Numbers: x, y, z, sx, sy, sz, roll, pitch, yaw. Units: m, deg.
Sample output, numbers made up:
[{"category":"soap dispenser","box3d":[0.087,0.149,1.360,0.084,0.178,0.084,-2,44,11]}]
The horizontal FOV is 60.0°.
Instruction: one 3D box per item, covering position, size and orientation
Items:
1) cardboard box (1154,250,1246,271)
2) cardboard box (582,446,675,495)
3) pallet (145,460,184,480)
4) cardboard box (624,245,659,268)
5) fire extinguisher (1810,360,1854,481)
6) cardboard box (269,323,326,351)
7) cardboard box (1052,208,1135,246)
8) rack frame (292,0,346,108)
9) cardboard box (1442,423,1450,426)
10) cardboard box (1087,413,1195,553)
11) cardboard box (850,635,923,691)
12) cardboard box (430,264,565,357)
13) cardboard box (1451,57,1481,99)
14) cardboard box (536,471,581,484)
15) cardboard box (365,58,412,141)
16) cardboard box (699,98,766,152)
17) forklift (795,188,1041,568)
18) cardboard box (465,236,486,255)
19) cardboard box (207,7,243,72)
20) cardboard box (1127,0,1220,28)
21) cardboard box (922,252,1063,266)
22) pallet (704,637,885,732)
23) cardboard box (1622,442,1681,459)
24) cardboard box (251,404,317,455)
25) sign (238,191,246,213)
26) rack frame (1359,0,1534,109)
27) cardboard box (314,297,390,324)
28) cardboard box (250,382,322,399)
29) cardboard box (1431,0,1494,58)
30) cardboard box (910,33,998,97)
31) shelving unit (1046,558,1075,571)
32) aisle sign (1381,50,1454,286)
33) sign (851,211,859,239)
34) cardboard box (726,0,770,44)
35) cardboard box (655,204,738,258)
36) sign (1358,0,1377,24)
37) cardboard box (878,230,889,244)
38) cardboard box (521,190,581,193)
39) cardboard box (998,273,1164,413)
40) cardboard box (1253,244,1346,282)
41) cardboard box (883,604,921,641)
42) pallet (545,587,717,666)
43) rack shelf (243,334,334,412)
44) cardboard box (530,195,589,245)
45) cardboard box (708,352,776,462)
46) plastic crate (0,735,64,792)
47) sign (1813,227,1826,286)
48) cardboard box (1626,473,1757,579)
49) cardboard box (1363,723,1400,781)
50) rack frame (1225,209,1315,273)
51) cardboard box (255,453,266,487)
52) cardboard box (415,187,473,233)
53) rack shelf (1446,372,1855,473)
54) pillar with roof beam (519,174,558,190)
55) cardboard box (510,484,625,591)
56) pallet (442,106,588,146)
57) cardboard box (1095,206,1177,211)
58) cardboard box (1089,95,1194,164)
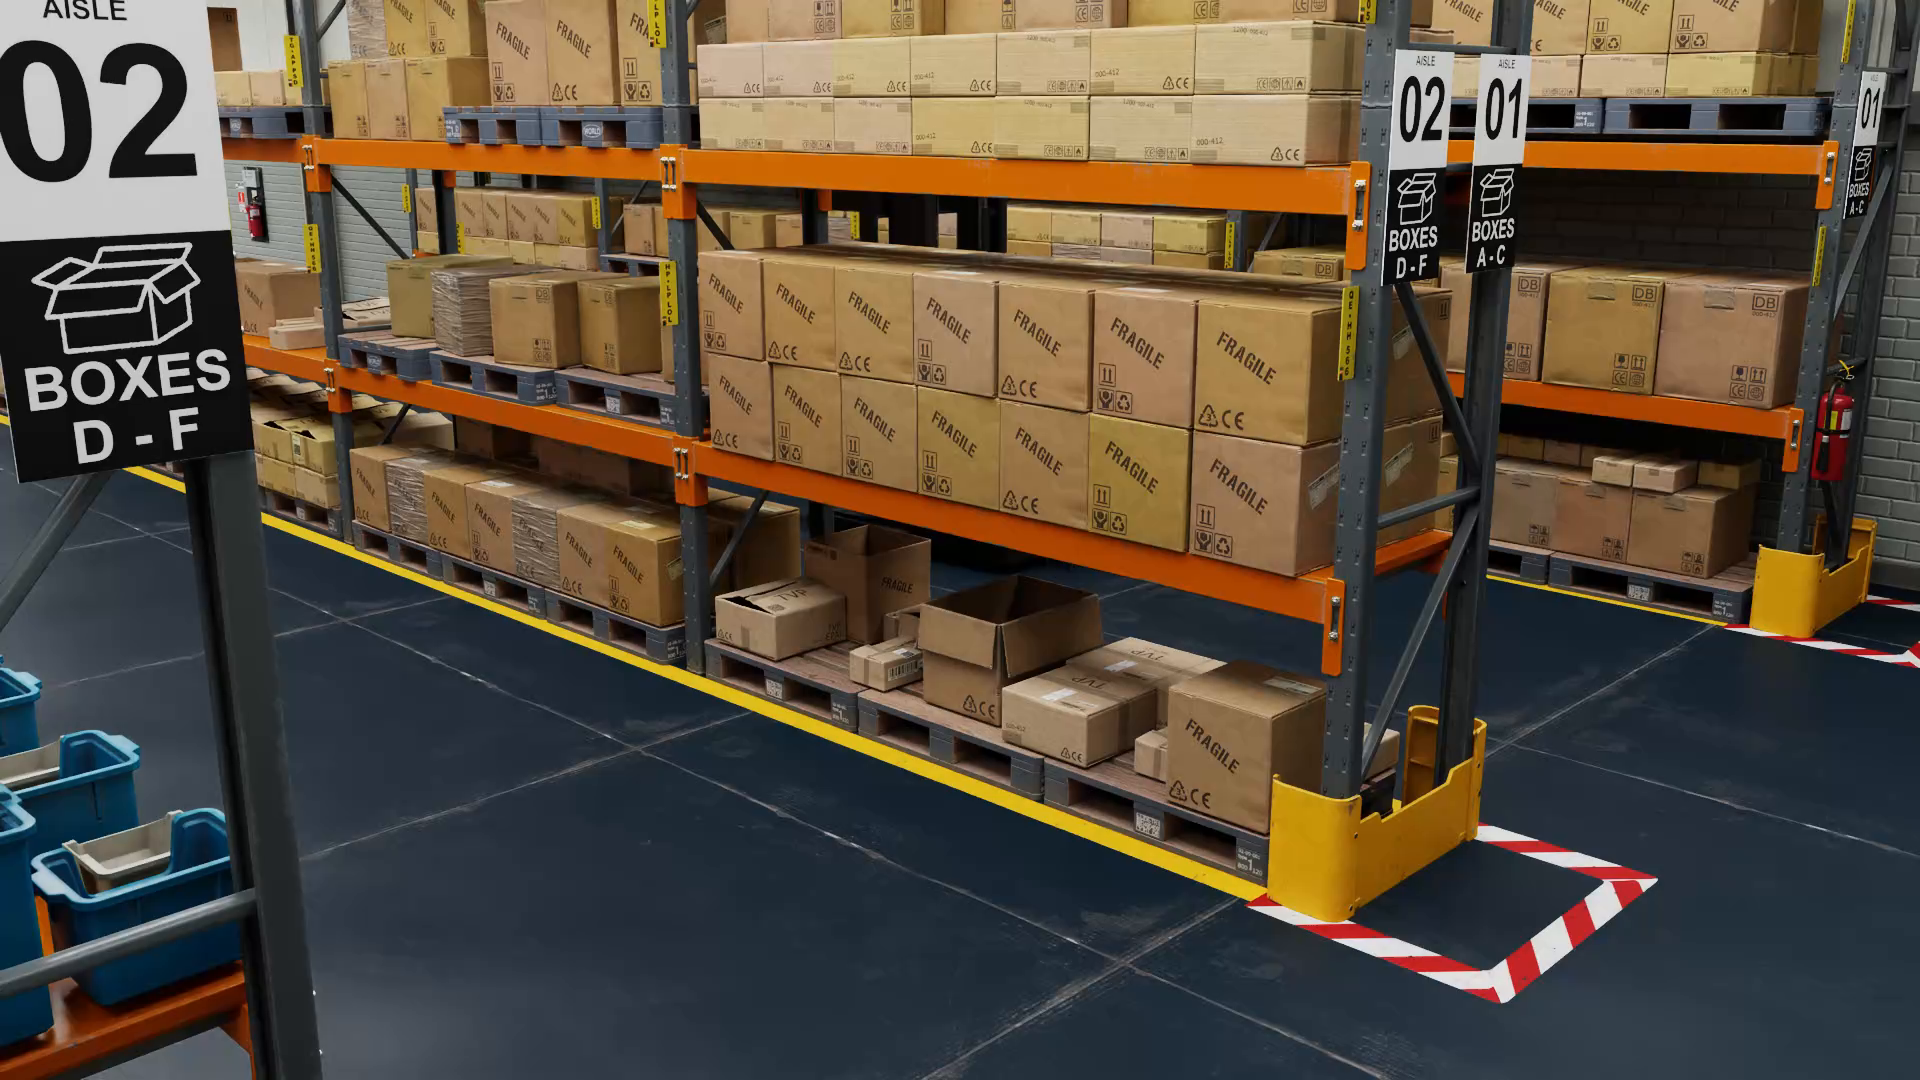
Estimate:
[{"category":"cardboard box","box3d":[1.814,-1.946,12.623,0.500,0.500,0.500,13,20,41]},{"category":"cardboard box","box3d":[-2.014,-0.479,10.419,0.500,0.250,0.500,14,20,42]},{"category":"pallet","box3d":[-6.316,-0.738,14.345,1.213,0.211,1.003,14,20,42]},{"category":"cardboard box","box3d":[-3.628,-3.167,18.396,0.500,0.250,0.500,14,20,43]},{"category":"fire extinguisher","box3d":[4.989,-0.681,9.488,0.183,0.674,0.296,14,20,42]},{"category":"cardboard box","box3d":[-4.833,-1.495,12.218,0.250,0.149,0.380,14,20,42]},{"category":"cardboard box","box3d":[1.079,-2.489,13.222,0.500,0.250,0.500,-14,20,-43]},{"category":"rack frame","box3d":[-3.994,-4.412,11.018,0.127,3.000,1.000,14,20,42]},{"category":"cardboard box","box3d":[3.574,-0.746,11.684,0.250,0.149,0.380,14,20,43]},{"category":"cardboard box","box3d":[0.878,-0.276,6.846,0.500,0.500,0.500,14,20,43]},{"category":"cardboard box","box3d":[-0.333,0.612,8.383,0.250,0.166,0.380,14,20,42]},{"category":"cardboard box","box3d":[-2.937,-1.476,10.617,0.700,0.500,0.500,-10,18,-34]},{"category":"cardboard box","box3d":[3.367,-2.990,10.777,0.500,0.250,0.500,13,19,41]},{"category":"cardboard box","box3d":[-2.404,-0.210,10.873,0.500,0.500,0.500,13,19,40]},{"category":"cardboard box","box3d":[-3.290,-2.849,10.771,0.500,0.500,0.910,14,20,42]},{"category":"cardboard box","box3d":[-0.936,-2.058,8.229,0.500,0.250,0.500,14,20,42]},{"category":"forklift","box3d":[-0.469,-1.524,11.968,3.031,2.935,1.130,13,19,40]},{"category":"cardboard box","box3d":[-5.440,-3.424,19.383,0.500,0.250,0.500,13,20,41]},{"category":"cardboard box","box3d":[-6.031,-3.944,13.146,0.500,0.500,0.500,-12,19,-39]},{"category":"cardboard box","box3d":[1.082,-2.282,6.613,0.500,0.500,0.700,14,20,42]},{"category":"cardboard box","box3d":[0.162,-1.122,8.109,0.500,0.500,0.500,14,20,43]},{"category":"pallet","box3d":[-0.621,0.661,8.977,1.213,0.211,1.003,14,20,42]},{"category":"cardboard box","box3d":[4.491,-0.523,10.830,0.250,0.149,0.380,14,20,42]},{"category":"cardboard box","box3d":[-5.282,-0.879,12.863,0.500,0.311,0.500,13,20,42]},{"category":"sign","box3d":[-11.611,-5.466,26.889,0.234,0.329,0.001,14,20,42]},{"category":"rack frame","box3d":[1.765,-3.012,5.645,0.127,3.000,1.000,14,20,42]},{"category":"cardboard box","box3d":[-4.504,-1.658,12.521,0.500,0.311,0.500,13,20,42]},{"category":"cardboard box","box3d":[-5.647,-1.157,13.930,0.500,0.311,0.500,14,20,42]},{"category":"cardboard box","box3d":[3.373,-3.352,10.678,0.500,0.500,0.500,14,20,43]},{"category":"cardboard box","box3d":[0.136,-2.035,7.151,0.500,0.250,0.500,14,20,42]},{"category":"shelving unit","box3d":[0.760,-0.269,11.161,0.210,0.900,0.258,17,22,40]},{"category":"aisle sign","box3d":[1.601,-1.299,5.814,0.004,0.787,0.394,14,20,42]},{"category":"sign","box3d":[-0.928,-2.831,14.707,0.005,0.325,0.100,14,20,42]},{"category":"cardboard box","box3d":[-0.738,-2.715,8.271,0.500,0.500,0.700,14,20,42]},{"category":"cardboard box","box3d":[-2.698,-3.176,17.100,0.700,0.500,0.500,-12,19,-39]},{"category":"sign","box3d":[1.365,-1.892,5.538,0.005,0.325,0.100,14,20,42]},{"category":"cardboard box","box3d":[-0.387,-2.479,14.670,0.500,0.500,0.500,-14,20,-43]},{"category":"cardboard box","box3d":[-4.738,-3.797,19.327,0.500,0.500,0.500,14,20,43]},{"category":"cardboard box","box3d":[0.513,-0.847,7.053,0.500,0.500,0.500,-14,20,-43]},{"category":"cardboard box","box3d":[2.700,-1.756,12.127,0.700,0.700,0.980,14,20,43]},{"category":"cardboard box","box3d":[-0.196,0.461,8.996,0.250,0.149,0.380,14,20,42]},{"category":"pallet","box3d":[-1.727,0.405,9.959,1.213,0.211,1.003,14,20,42]},{"category":"rack shelf","box3d":[-5.434,-1.511,13.208,4.000,0.370,1.077,14,20,42]},{"category":"cardboard box","box3d":[-4.356,-3.522,18.270,0.500,0.500,0.500,14,20,42]},{"category":"cardboard box","box3d":[-0.937,-0.719,8.543,0.500,0.500,0.500,-14,20,-43]},{"category":"plastic crate","box3d":[-2.287,0.595,4.102,0.298,0.136,0.250,14,20,42]},{"category":"sign","box3d":[4.814,-1.588,9.310,0.005,0.325,0.100,14,20,42]},{"category":"cardboard box","box3d":[4.627,-0.107,10.517,0.500,0.500,0.700,14,20,42]},{"category":"cardboard box","box3d":[1.702,0.922,7.226,0.250,0.149,0.380,14,20,42]},{"category":"rack frame","box3d":[2.321,-1.709,12.541,0.127,3.000,1.000,14,20,42]},{"category":"cardboard box","box3d":[-5.276,-0.608,12.935,0.500,0.250,0.500,-14,20,-43]},{"category":"cardboard box","box3d":[-6.183,-3.971,19.993,0.500,0.500,0.500,14,20,42]},{"category":"rack shelf","box3d":[3.761,-1.011,11.288,4.000,0.370,1.077,14,20,42]},{"category":"pillar with roof beam","box3d":[-8.201,-5.965,16.978,0.400,9.000,9.100,14,20,42]},{"category":"cardboard box","box3d":[-2.380,-0.022,10.154,0.500,0.500,0.500,14,20,43]},{"category":"pallet","box3d":[-2.284,-2.477,9.915,1.003,0.211,1.213,14,20,42]},{"category":"cardboard box","box3d":[1.425,-2.579,13.564,0.500,0.250,0.500,13,19,40]},{"category":"cardboard box","box3d":[0.860,-1.619,6.547,0.500,0.250,0.500,14,20,42]}]
